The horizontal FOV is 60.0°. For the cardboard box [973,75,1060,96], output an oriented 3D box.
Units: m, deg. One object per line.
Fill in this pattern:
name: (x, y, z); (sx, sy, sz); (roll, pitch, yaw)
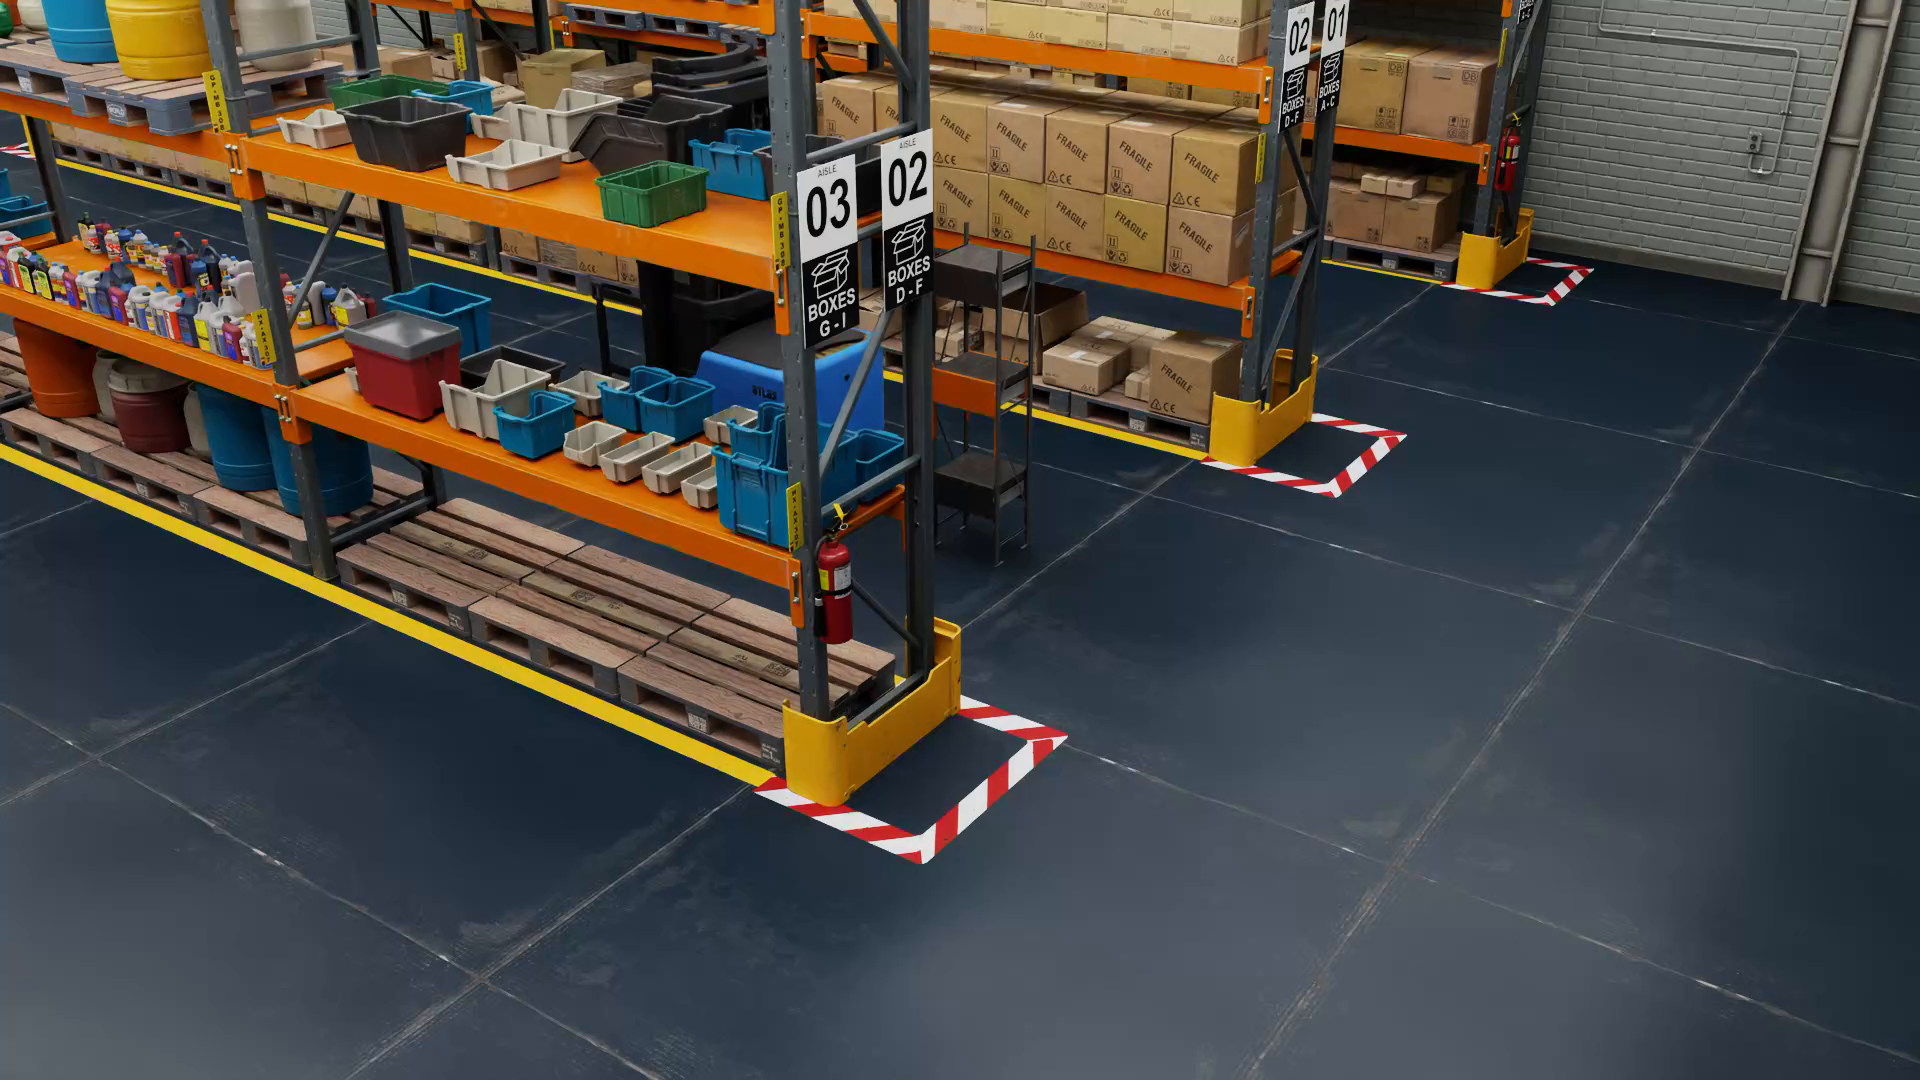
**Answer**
cardboard box: (0.444, -3.318, 13.024); (0.500, 0.500, 0.500); (18, 32, 31)

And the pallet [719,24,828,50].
pallet: (-2.102, -6.059, 19.833); (1.003, 0.211, 1.213); (17, 32, 30)

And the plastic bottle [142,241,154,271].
plastic bottle: (-5.812, -2.043, 11.951); (0.097, 0.201, 0.097); (0, 27, 0)

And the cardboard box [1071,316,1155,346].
cardboard box: (1.226, -1.567, 13.342); (0.500, 0.250, 0.500); (17, 32, 30)

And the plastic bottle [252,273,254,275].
plastic bottle: (-4.696, -1.714, 11.221); (0.135, 0.276, 0.152); (17, 32, 30)

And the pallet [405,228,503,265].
pallet: (-4.913, -3.131, 16.944); (1.213, 0.211, 1.003); (17, 32, 30)

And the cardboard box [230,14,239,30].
cardboard box: (-7.899, -5.498, 17.696); (0.250, 0.149, 0.380); (17, 32, 30)

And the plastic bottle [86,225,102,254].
plastic bottle: (-6.404, -2.228, 12.313); (0.097, 0.201, 0.097); (0, 27, 0)

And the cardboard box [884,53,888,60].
cardboard box: (-0.663, -5.540, 18.858); (0.250, 0.149, 0.380); (17, 32, 30)

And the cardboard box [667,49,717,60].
cardboard box: (-3.340, -6.017, 20.985); (0.500, 0.250, 0.500); (16, 31, 29)

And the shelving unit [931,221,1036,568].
shelving unit: (0.136, -0.893, 10.464); (0.503, 2.100, 0.431); (17, 32, 30)

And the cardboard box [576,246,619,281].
cardboard box: (-3.197, -2.743, 15.378); (0.500, 0.500, 0.500); (17, 31, 30)

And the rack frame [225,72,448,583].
rack frame: (-3.766, -1.270, 10.212); (0.127, 3.000, 1.000); (17, 32, 30)

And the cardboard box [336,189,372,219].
cardboard box: (-6.093, -3.546, 17.253); (0.500, 0.250, 0.500); (18, 32, 31)

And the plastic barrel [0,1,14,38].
plastic barrel: (-6.320, -3.394, 10.786); (0.294, 0.245, 0.294); (0, 27, 0)

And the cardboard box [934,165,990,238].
cardboard box: (0.142, -2.673, 12.859); (0.500, 0.500, 0.500); (17, 32, 30)

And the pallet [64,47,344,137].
pallet: (-4.468, -2.687, 9.898); (1.003, 0.211, 1.213); (17, 32, 30)

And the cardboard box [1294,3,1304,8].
cardboard box: (2.062, -3.816, 11.521); (0.500, 0.250, 0.500); (17, 32, 30)

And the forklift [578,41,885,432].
forklift: (-2.001, -1.984, 11.690); (3.031, 2.935, 1.130); (19, 32, 32)

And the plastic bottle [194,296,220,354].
plastic bottle: (-4.709, -1.362, 10.447); (0.185, 0.351, 0.144); (17, 32, 30)

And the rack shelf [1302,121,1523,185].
rack shelf: (3.491, -4.139, 16.644); (4.000, 0.370, 1.077); (17, 32, 30)

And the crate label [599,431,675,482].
crate label: (-1.718, -0.436, 8.798); (0.243, 0.136, 0.396); (17, 32, 30)

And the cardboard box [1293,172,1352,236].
cardboard box: (3.679, -3.419, 16.729); (0.500, 0.500, 0.700); (16, 31, 29)

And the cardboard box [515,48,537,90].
cardboard box: (-5.630, -6.362, 22.488); (0.500, 0.500, 0.500); (15, 30, 27)

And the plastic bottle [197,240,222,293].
plastic bottle: (-5.177, -1.899, 11.503); (0.185, 0.351, 0.144); (17, 32, 30)

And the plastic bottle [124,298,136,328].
plastic bottle: (-5.404, -1.499, 10.881); (0.097, 0.201, 0.097); (0, 27, 0)

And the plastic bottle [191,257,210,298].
plastic bottle: (-5.209, -1.807, 11.410); (0.097, 0.271, 0.097); (0, 27, 0)

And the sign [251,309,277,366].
sign: (-4.079, -1.188, 9.746); (0.005, 0.325, 0.100); (17, 32, 30)

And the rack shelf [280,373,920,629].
rack shelf: (-2.118, -0.436, 9.366); (4.000, 0.370, 1.077); (17, 32, 30)

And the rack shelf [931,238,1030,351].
rack shelf: (0.136, -1.505, 10.153); (0.480, 0.518, 0.431); (17, 32, 30)

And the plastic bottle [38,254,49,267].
plastic bottle: (-6.453, -1.909, 11.687); (0.097, 0.201, 0.097); (0, 27, 0)

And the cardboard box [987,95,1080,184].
cardboard box: (0.545, -2.988, 12.375); (0.500, 0.500, 0.500); (18, 32, 32)

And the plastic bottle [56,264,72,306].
plastic bottle: (-6.048, -1.730, 11.259); (0.097, 0.271, 0.097); (0, 27, 0)

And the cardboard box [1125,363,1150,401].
cardboard box: (1.468, -1.212, 12.737); (0.250, 0.166, 0.380); (17, 32, 30)

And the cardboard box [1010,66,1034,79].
cardboard box: (0.743, -5.037, 17.869); (0.250, 0.149, 0.380); (17, 32, 30)

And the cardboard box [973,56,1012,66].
cardboard box: (0.484, -5.443, 17.953); (0.500, 0.500, 0.500); (17, 32, 30)

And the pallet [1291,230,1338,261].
pallet: (3.435, -3.193, 17.066); (1.213, 0.211, 1.003); (17, 32, 30)

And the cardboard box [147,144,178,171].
cardboard box: (-8.886, -4.429, 18.988); (0.500, 0.250, 0.500); (17, 32, 30)

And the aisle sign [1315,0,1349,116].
aisle sign: (2.561, -3.344, 11.422); (0.004, 0.787, 0.394); (17, 32, 30)

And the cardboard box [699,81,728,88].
cardboard box: (-1.825, -3.711, 14.435); (0.500, 0.500, 0.700); (23, 35, 38)

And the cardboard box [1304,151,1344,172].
cardboard box: (3.676, -3.819, 16.798); (0.250, 0.149, 0.380); (18, 32, 31)

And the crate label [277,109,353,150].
crate label: (-3.527, -2.255, 9.132); (0.466, 0.136, 0.293); (17, 32, 30)

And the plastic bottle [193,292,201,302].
plastic bottle: (-4.936, -1.468, 10.742); (0.097, 0.271, 0.097); (0, 27, 0)

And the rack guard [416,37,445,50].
rack guard: (-7.986, -6.922, 24.074); (0.348, 0.500, 1.175); (17, 32, 30)

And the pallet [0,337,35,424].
pallet: (-7.680, -1.268, 13.282); (1.213, 0.211, 1.003); (17, 32, 30)

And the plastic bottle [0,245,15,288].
plastic bottle: (-6.645, -1.912, 11.602); (0.133, 0.283, 0.061); (17, 32, 30)

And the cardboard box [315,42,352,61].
cardboard box: (-6.495, -4.881, 17.198); (0.500, 0.500, 0.500); (20, 33, 34)

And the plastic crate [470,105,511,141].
plastic crate: (-2.503, -2.305, 9.229); (0.466, 0.136, 0.293); (17, 32, 30)

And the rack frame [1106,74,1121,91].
rack frame: (1.843, -4.974, 17.490); (0.127, 3.000, 1.000); (17, 32, 30)

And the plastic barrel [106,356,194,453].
plastic barrel: (-5.720, -1.000, 11.878); (0.708, 0.588, 0.600); (17, 32, 30)

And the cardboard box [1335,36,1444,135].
cardboard box: (4.108, -4.390, 16.012); (0.700, 0.700, 0.980); (17, 32, 30)

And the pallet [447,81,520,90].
pallet: (-6.335, -6.257, 23.087); (1.213, 0.211, 1.003); (17, 32, 30)

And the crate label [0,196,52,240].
crate label: (-7.199, -2.471, 12.756); (0.416, 0.233, 0.303); (17, 32, 30)

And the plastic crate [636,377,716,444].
plastic crate: (-1.572, -0.719, 9.249); (0.300, 0.233, 0.416); (17, 32, 30)

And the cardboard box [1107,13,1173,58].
cardboard box: (1.360, -3.529, 11.510); (0.500, 0.250, 0.500); (17, 32, 30)

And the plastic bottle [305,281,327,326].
plastic bottle: (-4.234, -1.570, 10.938); (0.135, 0.276, 0.152); (17, 32, 30)

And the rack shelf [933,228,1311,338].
rack shelf: (0.690, -2.287, 13.003); (4.000, 0.370, 1.077); (17, 32, 30)
